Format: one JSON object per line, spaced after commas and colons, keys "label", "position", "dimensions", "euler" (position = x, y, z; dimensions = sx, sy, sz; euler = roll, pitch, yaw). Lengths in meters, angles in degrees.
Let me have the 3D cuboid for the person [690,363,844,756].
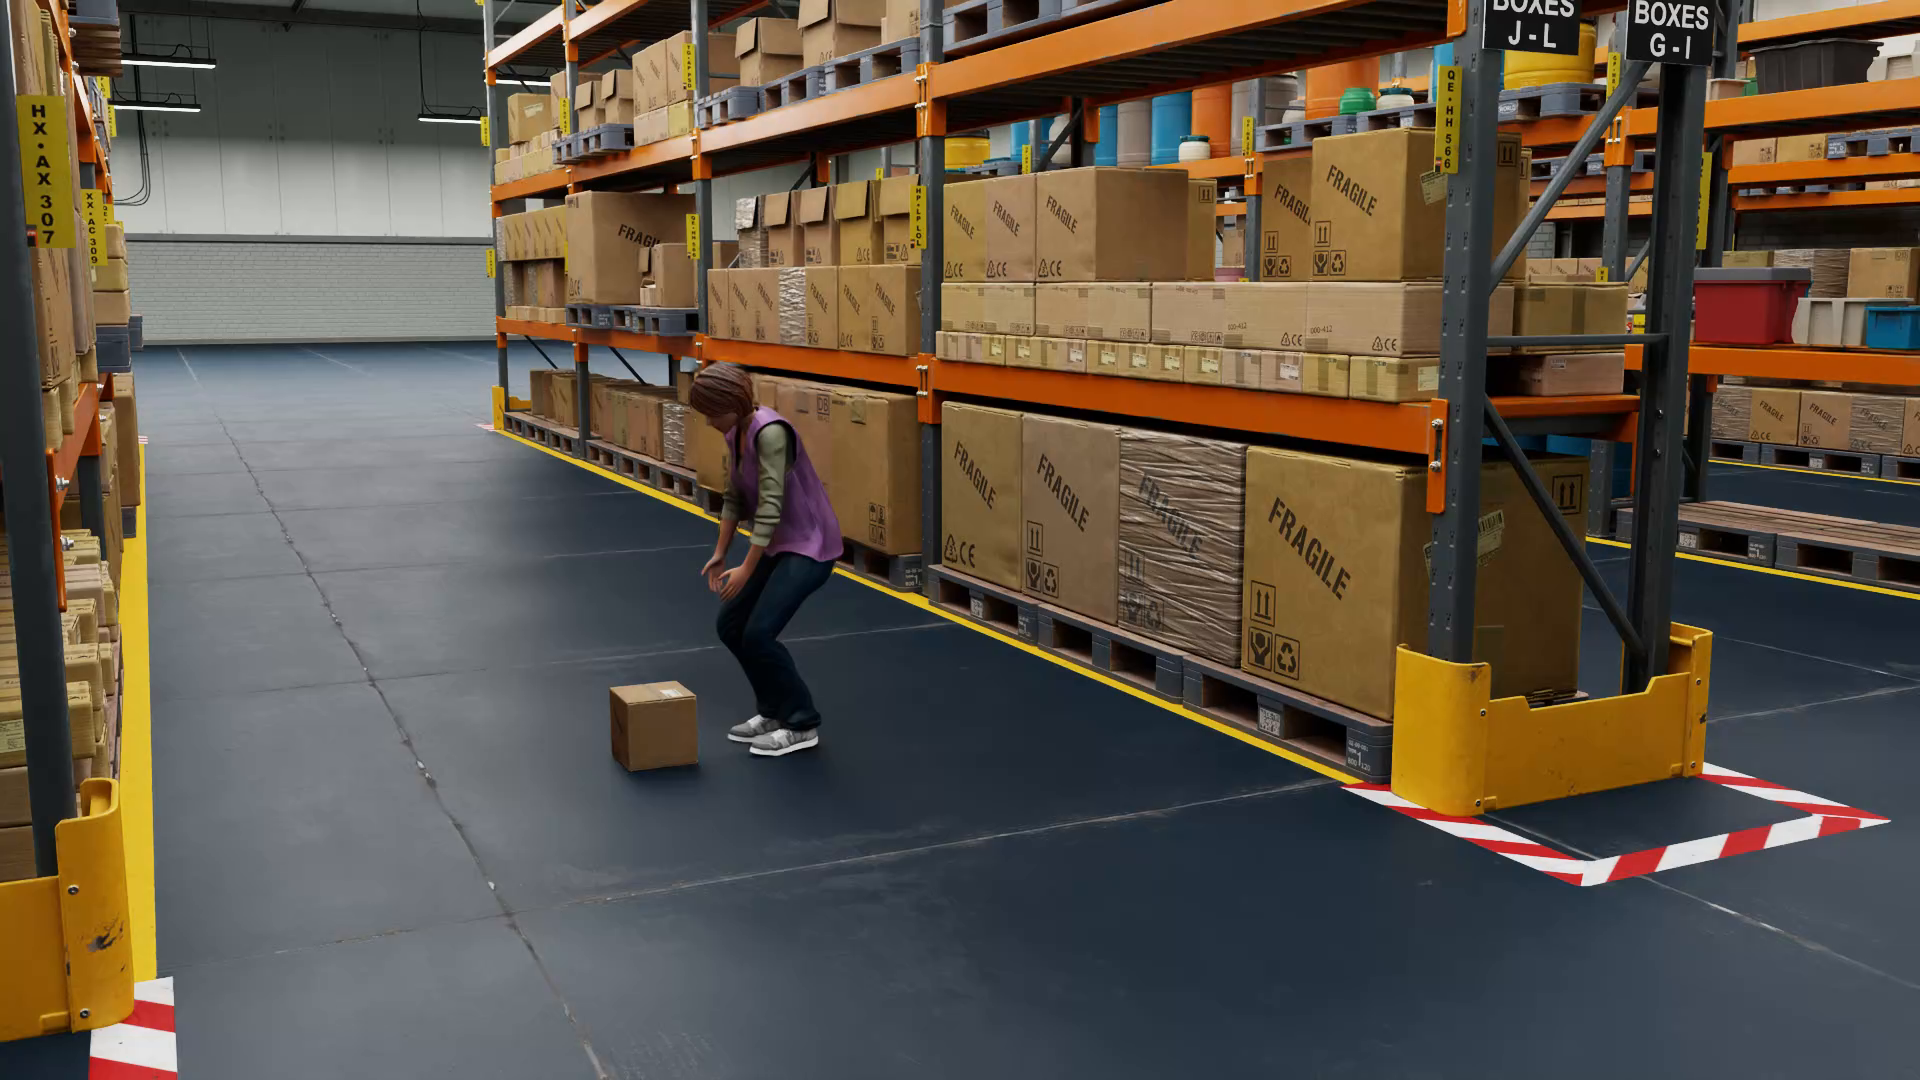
{"label": "person", "position": [-0.693, 0.070, 6.042], "dimensions": [0.560, 1.423, 0.456], "euler": [-4, 10, -25]}
